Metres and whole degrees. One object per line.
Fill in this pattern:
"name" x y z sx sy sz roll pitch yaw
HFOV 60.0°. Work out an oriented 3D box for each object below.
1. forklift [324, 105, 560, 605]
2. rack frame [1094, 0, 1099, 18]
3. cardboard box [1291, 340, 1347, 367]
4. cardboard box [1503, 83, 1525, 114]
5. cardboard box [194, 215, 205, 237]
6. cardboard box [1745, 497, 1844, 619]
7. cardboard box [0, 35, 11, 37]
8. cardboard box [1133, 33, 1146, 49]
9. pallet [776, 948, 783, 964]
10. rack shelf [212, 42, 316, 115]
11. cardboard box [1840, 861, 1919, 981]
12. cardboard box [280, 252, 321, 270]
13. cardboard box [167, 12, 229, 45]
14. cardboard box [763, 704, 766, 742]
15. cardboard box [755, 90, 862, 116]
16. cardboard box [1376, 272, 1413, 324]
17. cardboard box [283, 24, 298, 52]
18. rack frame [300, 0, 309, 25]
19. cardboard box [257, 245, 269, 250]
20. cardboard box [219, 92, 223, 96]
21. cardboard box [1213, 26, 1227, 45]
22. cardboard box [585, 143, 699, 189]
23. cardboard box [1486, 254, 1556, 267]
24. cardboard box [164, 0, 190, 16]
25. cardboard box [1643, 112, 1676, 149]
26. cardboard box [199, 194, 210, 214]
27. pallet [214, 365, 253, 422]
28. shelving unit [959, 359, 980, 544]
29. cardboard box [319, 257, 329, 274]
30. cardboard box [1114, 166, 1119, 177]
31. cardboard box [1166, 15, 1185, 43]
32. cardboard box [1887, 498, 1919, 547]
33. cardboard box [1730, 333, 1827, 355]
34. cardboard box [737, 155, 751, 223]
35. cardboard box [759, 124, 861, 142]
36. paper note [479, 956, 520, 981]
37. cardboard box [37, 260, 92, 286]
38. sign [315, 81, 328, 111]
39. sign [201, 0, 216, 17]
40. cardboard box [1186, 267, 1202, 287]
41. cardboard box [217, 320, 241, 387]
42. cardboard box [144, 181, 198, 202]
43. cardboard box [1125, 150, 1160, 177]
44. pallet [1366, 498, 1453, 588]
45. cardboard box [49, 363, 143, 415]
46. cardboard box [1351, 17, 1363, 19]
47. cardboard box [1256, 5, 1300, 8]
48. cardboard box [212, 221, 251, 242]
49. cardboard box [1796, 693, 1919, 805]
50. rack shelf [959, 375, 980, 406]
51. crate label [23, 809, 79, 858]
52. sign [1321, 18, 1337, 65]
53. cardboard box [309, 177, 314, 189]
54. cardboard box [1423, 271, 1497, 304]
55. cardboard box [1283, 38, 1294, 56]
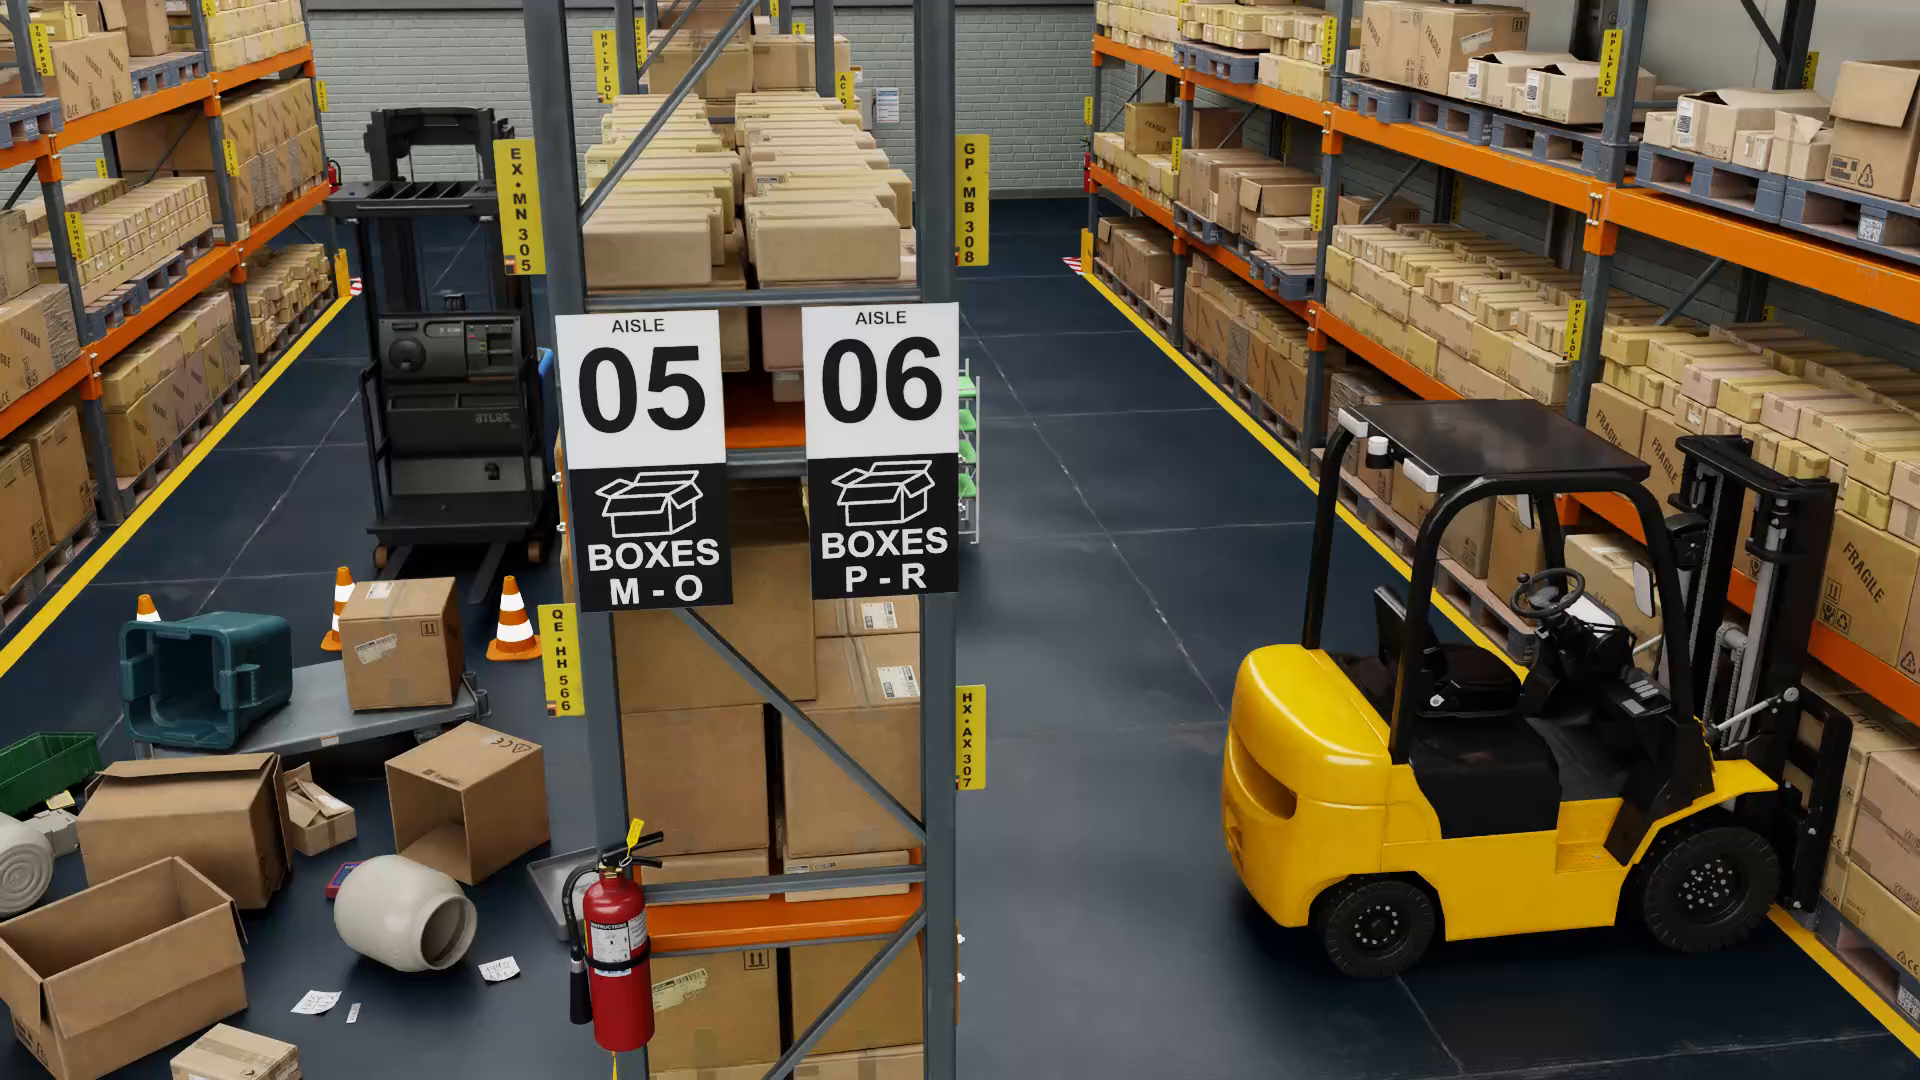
"forklift" -3.401 -1.296 10.996 1.130 2.935 3.031 -2 21 -6
"rack frame" 2.090 -7.609 19.227 1.000 3.000 0.127 -3 21 -8
"cardboard box" 2.922 -1.517 13.535 0.380 0.149 0.250 -4 21 -10
"cardboard box" 3.361 -2.540 9.559 0.380 0.149 0.250 -3 21 -8
"cardboard box" -6.837 -2.739 14.521 0.380 0.149 0.250 -3 21 -7
"cardboard box" 3.843 0.006 7.270 0.500 0.500 0.500 -3 21 -7
"cardboard box" -7.038 -3.475 12.304 0.500 0.500 0.500 -3 21 -8
"cardboard box" 2.072 -5.342 17.805 0.380 0.149 0.250 -2 21 -7
"pallet" -0.780 1.568 7.216 1.003 0.211 1.213 -3 21 -8
"rack shelf" -7.416 -4.638 16.588 1.077 0.370 4.000 -3 21 -8
"cardboard box" 3.954 1.513 6.708 0.500 0.250 0.500 -3 21 -8
"cardboard box" -7.235 -3.059 18.242 0.380 0.149 0.250 -3 21 -9
"cardboard box" -6.960 -4.625 15.025 0.500 0.250 0.500 -2 21 -6
"cardboard box" -0.907 0.636 6.084 0.380 0.149 0.250 -3 21 -7
"cardboard box" -0.779 -2.146 8.503 0.500 0.250 0.500 -3 21 -9
"cardboard box" 3.194 -1.671 11.403 0.500 0.250 0.500 -3 21 -9
"cardboard box" -7.297 -5.277 17.485 0.500 0.250 0.500 -3 21 -8
"rack frame" -7.705 -7.073 17.791 1.000 3.000 0.127 -3 21 -8
"cardboard box" -7.965 -3.204 18.631 0.380 0.149 0.250 -4 21 -10
"cardboard box" -7.694 -4.216 16.721 0.500 0.500 0.500 -4 21 -9
"cardboard box" 2.466 -4.468 14.720 0.380 0.149 0.250 -3 21 -8
"cardboard box" -1.110 -1.300 5.841 0.380 0.149 0.250 -2 21 -6
"cardboard box" 3.800 -1.841 11.289 0.380 0.149 0.250 -3 21 -9
"cardboard box" -6.930 -4.746 14.780 0.380 0.149 0.250 -3 21 -9
"cardboard box" 3.584 -2.004 8.124 0.380 0.149 0.250 -2 21 -7
"cardboard box" -6.875 -2.968 14.709 0.380 0.149 0.250 -2 21 -6
"pallet" -7.014 -1.302 14.899 1.003 0.211 1.213 -3 21 -8
"shelving unit" -0.024 -0.619 11.660 0.258 1.200 0.503 -3 21 -8
"cardboard box" -7.346 -3.095 18.764 0.380 0.149 0.250 -3 21 -9
"cardboard box" 1.997 -4.288 19.268 0.380 0.149 0.250 -2 21 -6
"cardboard box" 2.350 -5.042 16.432 0.500 0.250 0.500 -3 21 -8
"cardboard box" 3.917 -0.072 6.552 0.380 0.149 0.250 -4 21 -10
"cardboard box" 4.160 -0.950 8.476 0.380 0.149 0.250 -3 21 -9
"cardboard box" -0.628 -1.375 6.613 0.500 0.250 0.500 -3 21 -9
"cardboard box" -0.576 -1.509 6.401 0.380 0.149 0.250 -3 21 -7
"paper note" -1.913 1.779 6.908 0.142 0.019 0.148 -11 23 -26
"cardboard box" -6.423 -1.888 11.818 0.380 0.149 0.250 -2 21 -5
"sign" -7.153 -4.974 18.640 0.100 0.325 0.005 -3 21 -8
"sign" -6.579 -4.739 14.527 0.100 0.325 0.005 -3 21 -8
"cardboard box" 2.455 -2.606 16.451 0.380 0.149 0.250 -2 21 -5
"cardboard box" -6.772 -1.660 14.845 0.500 0.500 0.500 -3 21 -9
"cardboard box" -6.838 -3.013 14.405 0.380 0.149 0.250 -4 21 -9
"cardboard box" 2.133 -4.171 18.386 0.500 0.250 0.500 -3 21 -9
"pallet" 3.496 -0.014 11.452 1.003 0.211 1.213 -3 21 -8
"cardboard box" -6.411 -1.120 12.330 0.500 0.250 0.500 -4 21 -10
"cardboard box" 3.308 -4.184 13.563 0.380 0.149 0.250 -3 21 -8
"cardboard box" 2.930 -4.812 15.217 0.380 0.149 0.250 -3 21 -9
"cardboard box" -6.845 -2.874 15.484 0.380 0.149 0.250 -2 21 -6
"cardboard box" 3.860 0.870 7.001 0.500 0.250 0.500 -3 21 -7
"rack shelf" -0.024 -1.009 11.514 0.258 0.148 0.480 -3 21 -8
"crate label" -4.293 1.384 7.814 0.250 0.136 0.298 17 27 39
"sign" 2.706 -3.649 12.174 0.100 0.325 0.005 -3 21 -8
"cardboard box" -7.379 -3.958 18.385 0.380 0.149 0.250 -3 21 -8
"cardboard box" 3.223 -1.630 10.724 0.380 0.149 0.250 -3 21 -9
"cardboard box" 2.858 -4.017 13.541 0.380 0.149 0.250 -3 21 -7
